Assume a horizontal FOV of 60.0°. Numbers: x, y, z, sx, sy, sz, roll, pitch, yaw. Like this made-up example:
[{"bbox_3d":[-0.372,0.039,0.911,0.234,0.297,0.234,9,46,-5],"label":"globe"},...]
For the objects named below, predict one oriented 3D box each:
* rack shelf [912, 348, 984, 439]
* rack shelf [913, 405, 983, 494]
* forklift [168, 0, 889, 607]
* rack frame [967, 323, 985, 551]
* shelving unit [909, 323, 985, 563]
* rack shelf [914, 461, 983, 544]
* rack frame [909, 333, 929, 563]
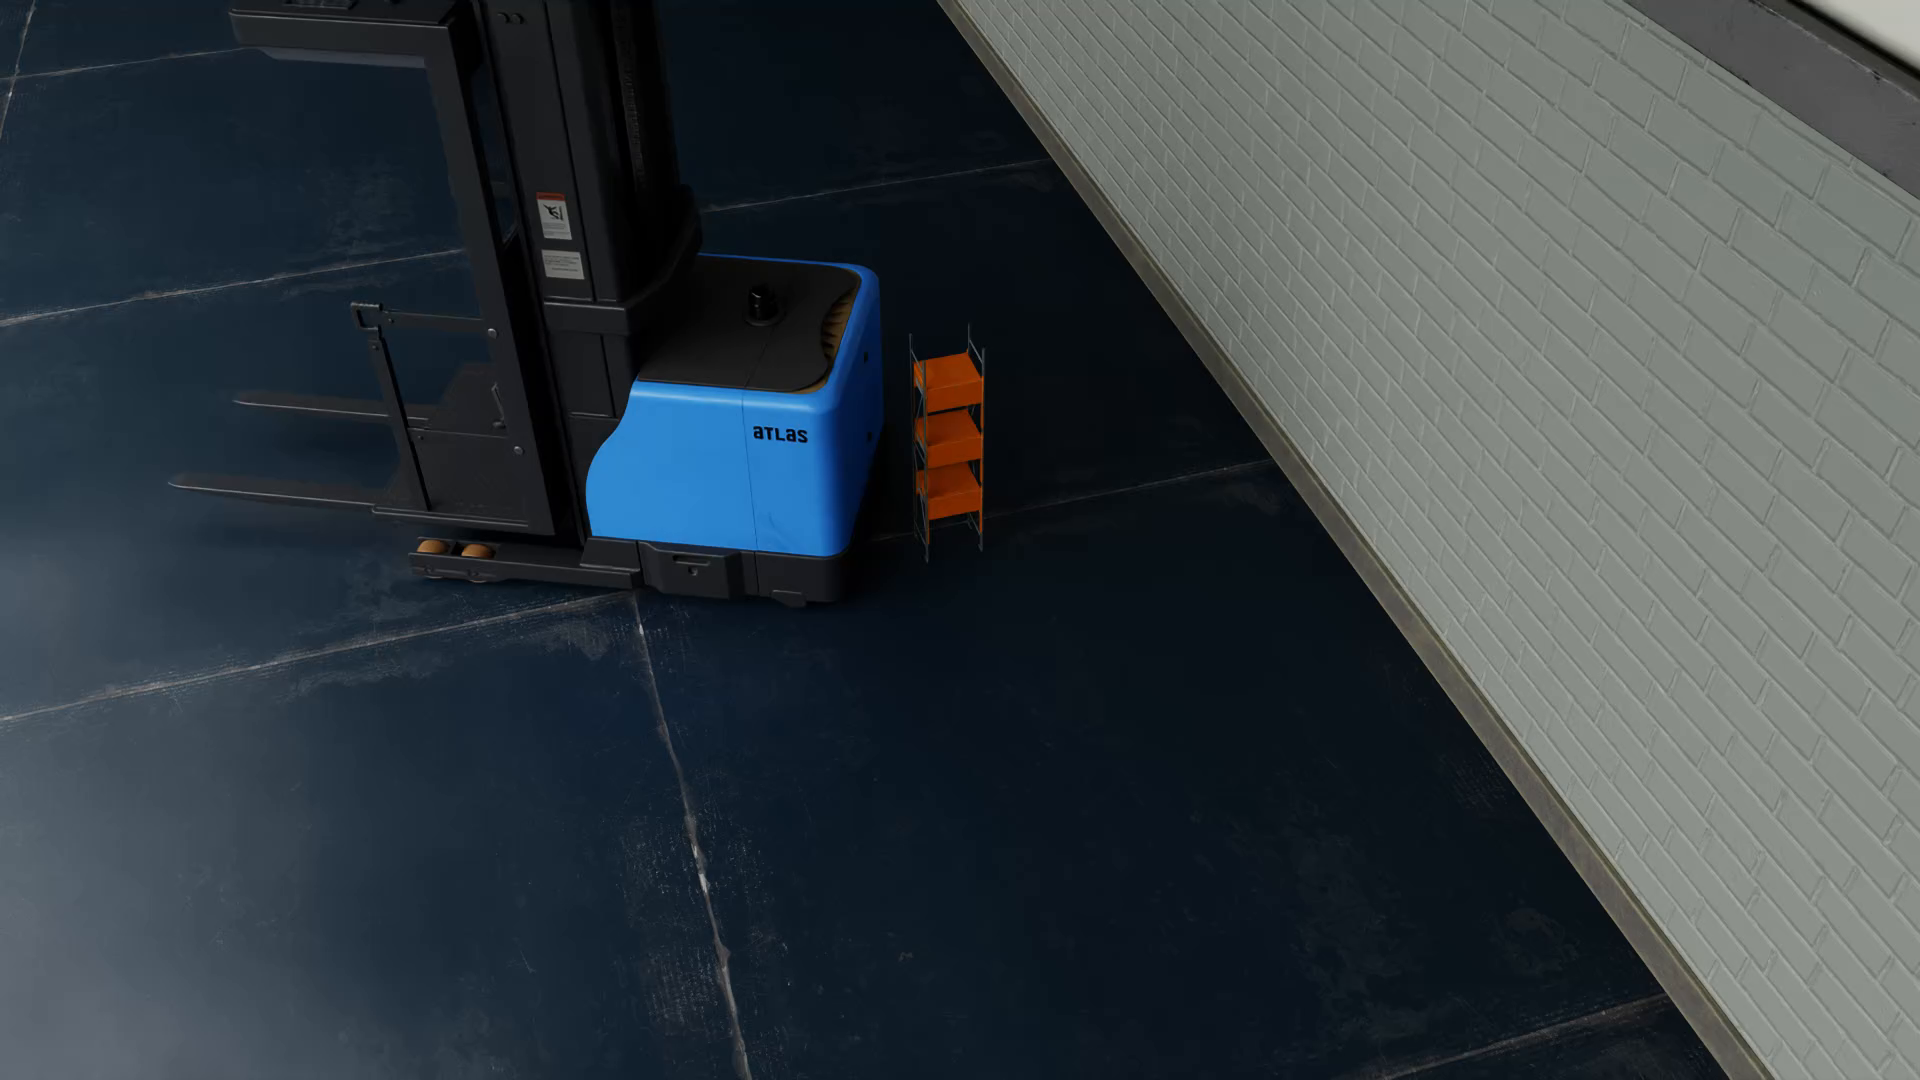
[{"bbox_3d":[-0.051,-0.591,6.713,0.240,0.259,0.215,-12,42,-13],"label":"rack shelf"},{"bbox_3d":[-0.051,-0.377,6.899,0.240,0.259,0.215,-12,42,-13],"label":"rack shelf"},{"bbox_3d":[-1.882,-1.261,6.465,3.031,2.935,1.130,5,41,6],"label":"forklift"},{"bbox_3d":[0.065,-0.409,6.920,0.008,1.050,0.200,-12,42,-13],"label":"rack frame"},{"bbox_3d":[-0.051,-0.385,6.892,0.252,1.050,0.215,-12,42,-13],"label":"shelving unit"},{"bbox_3d":[-0.051,-0.168,7.082,0.240,0.259,0.215,-12,42,-13],"label":"rack shelf"},{"bbox_3d":[-0.167,-0.361,6.865,0.008,1.050,0.200,-12,42,-13],"label":"rack frame"}]
